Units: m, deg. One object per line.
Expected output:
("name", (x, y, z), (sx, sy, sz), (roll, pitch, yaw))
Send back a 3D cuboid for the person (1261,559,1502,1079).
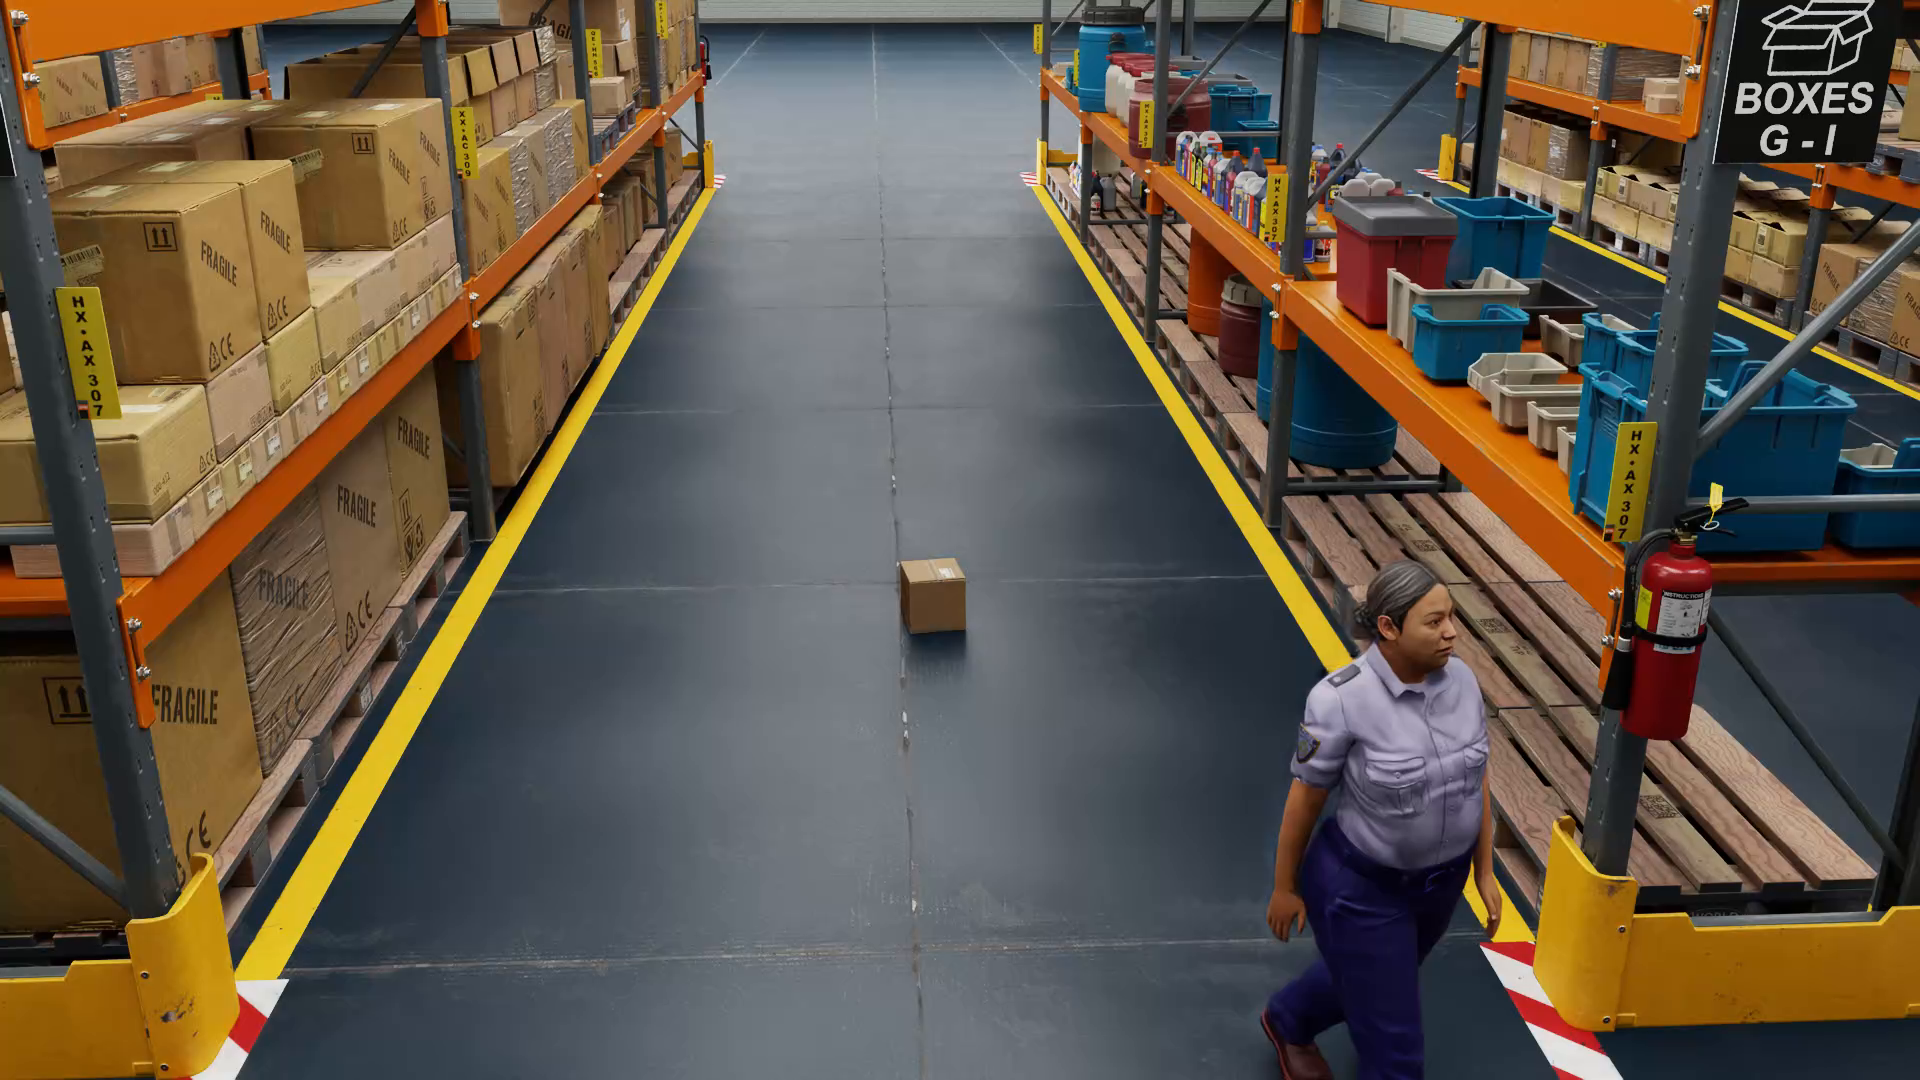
("person", (1.038, 0.812, 3.929), (0.512, 1.598, 0.965), (-11, 23, -26))
